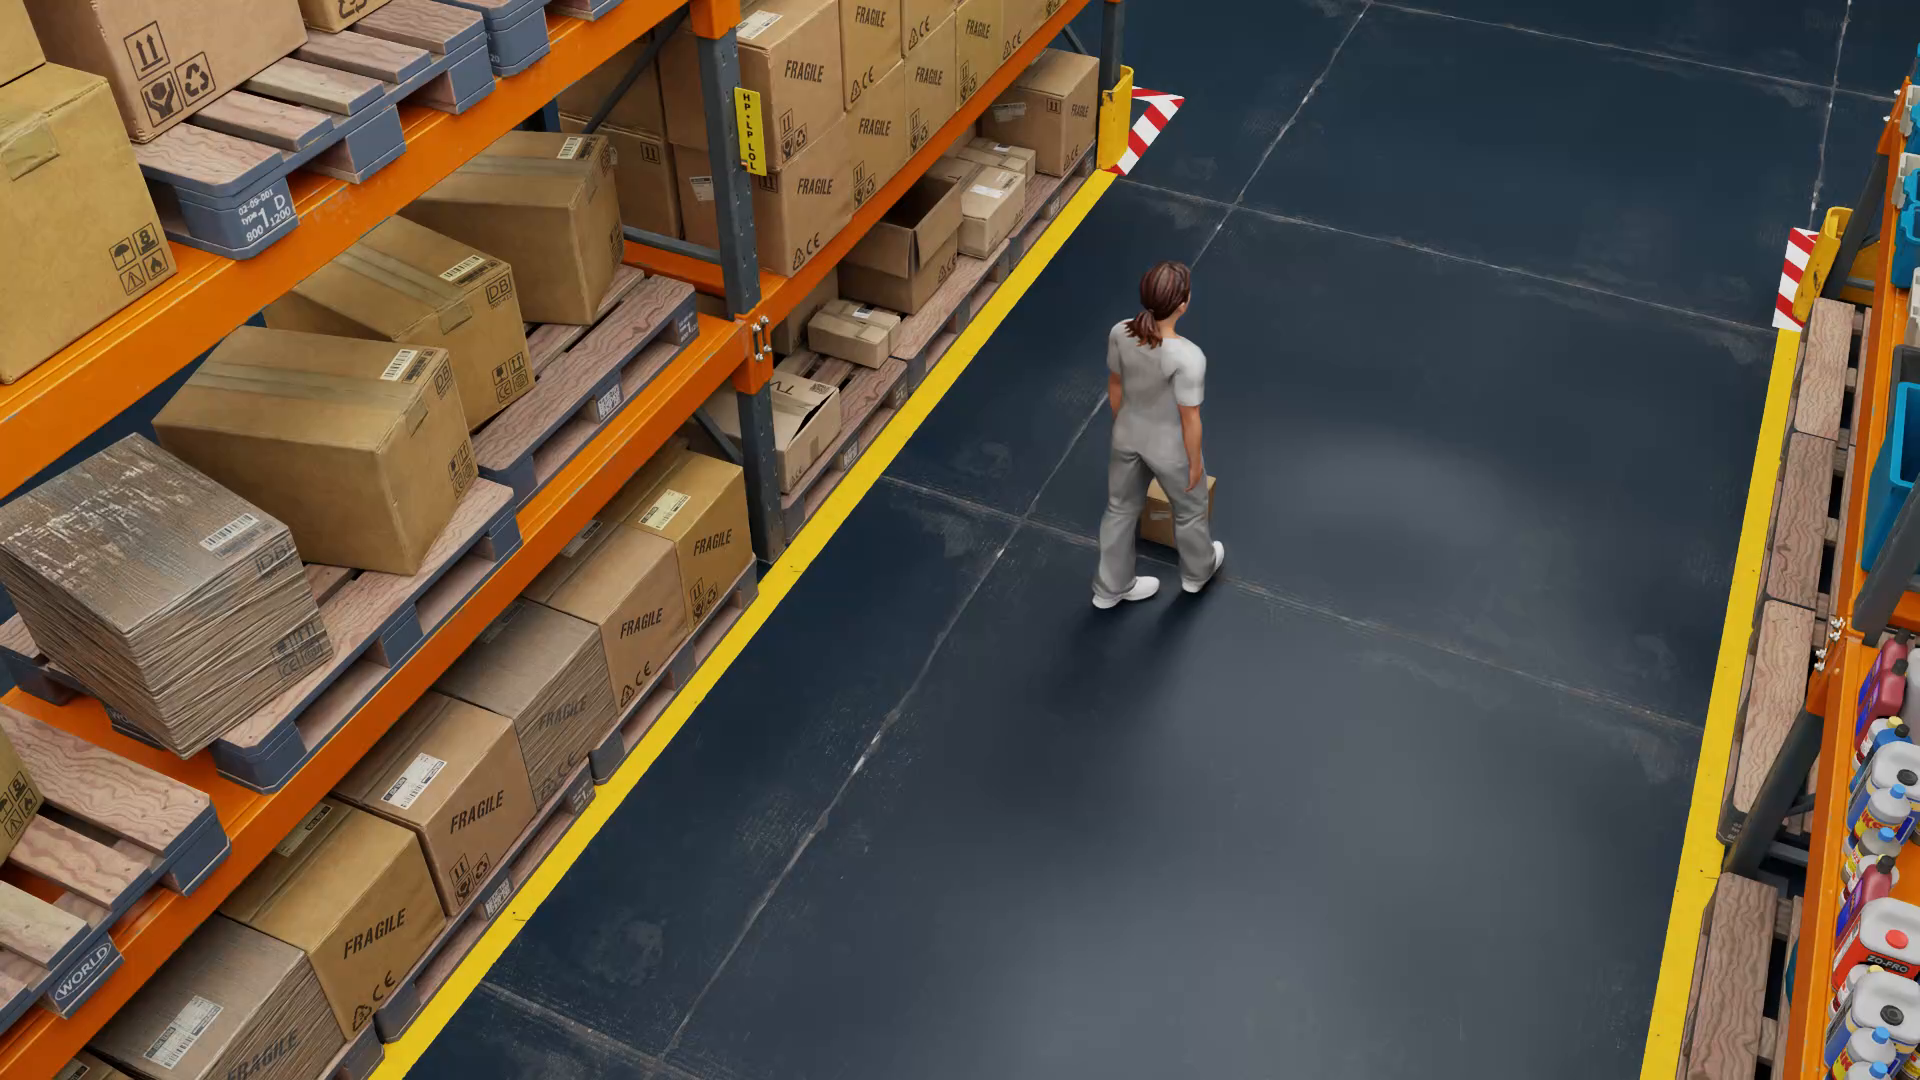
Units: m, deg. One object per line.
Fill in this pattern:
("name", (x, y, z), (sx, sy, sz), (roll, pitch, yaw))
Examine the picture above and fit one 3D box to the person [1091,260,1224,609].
("person", (0.851, -0.442, 6.645), (0.449, 1.668, 0.624), (29, 49, 28))
